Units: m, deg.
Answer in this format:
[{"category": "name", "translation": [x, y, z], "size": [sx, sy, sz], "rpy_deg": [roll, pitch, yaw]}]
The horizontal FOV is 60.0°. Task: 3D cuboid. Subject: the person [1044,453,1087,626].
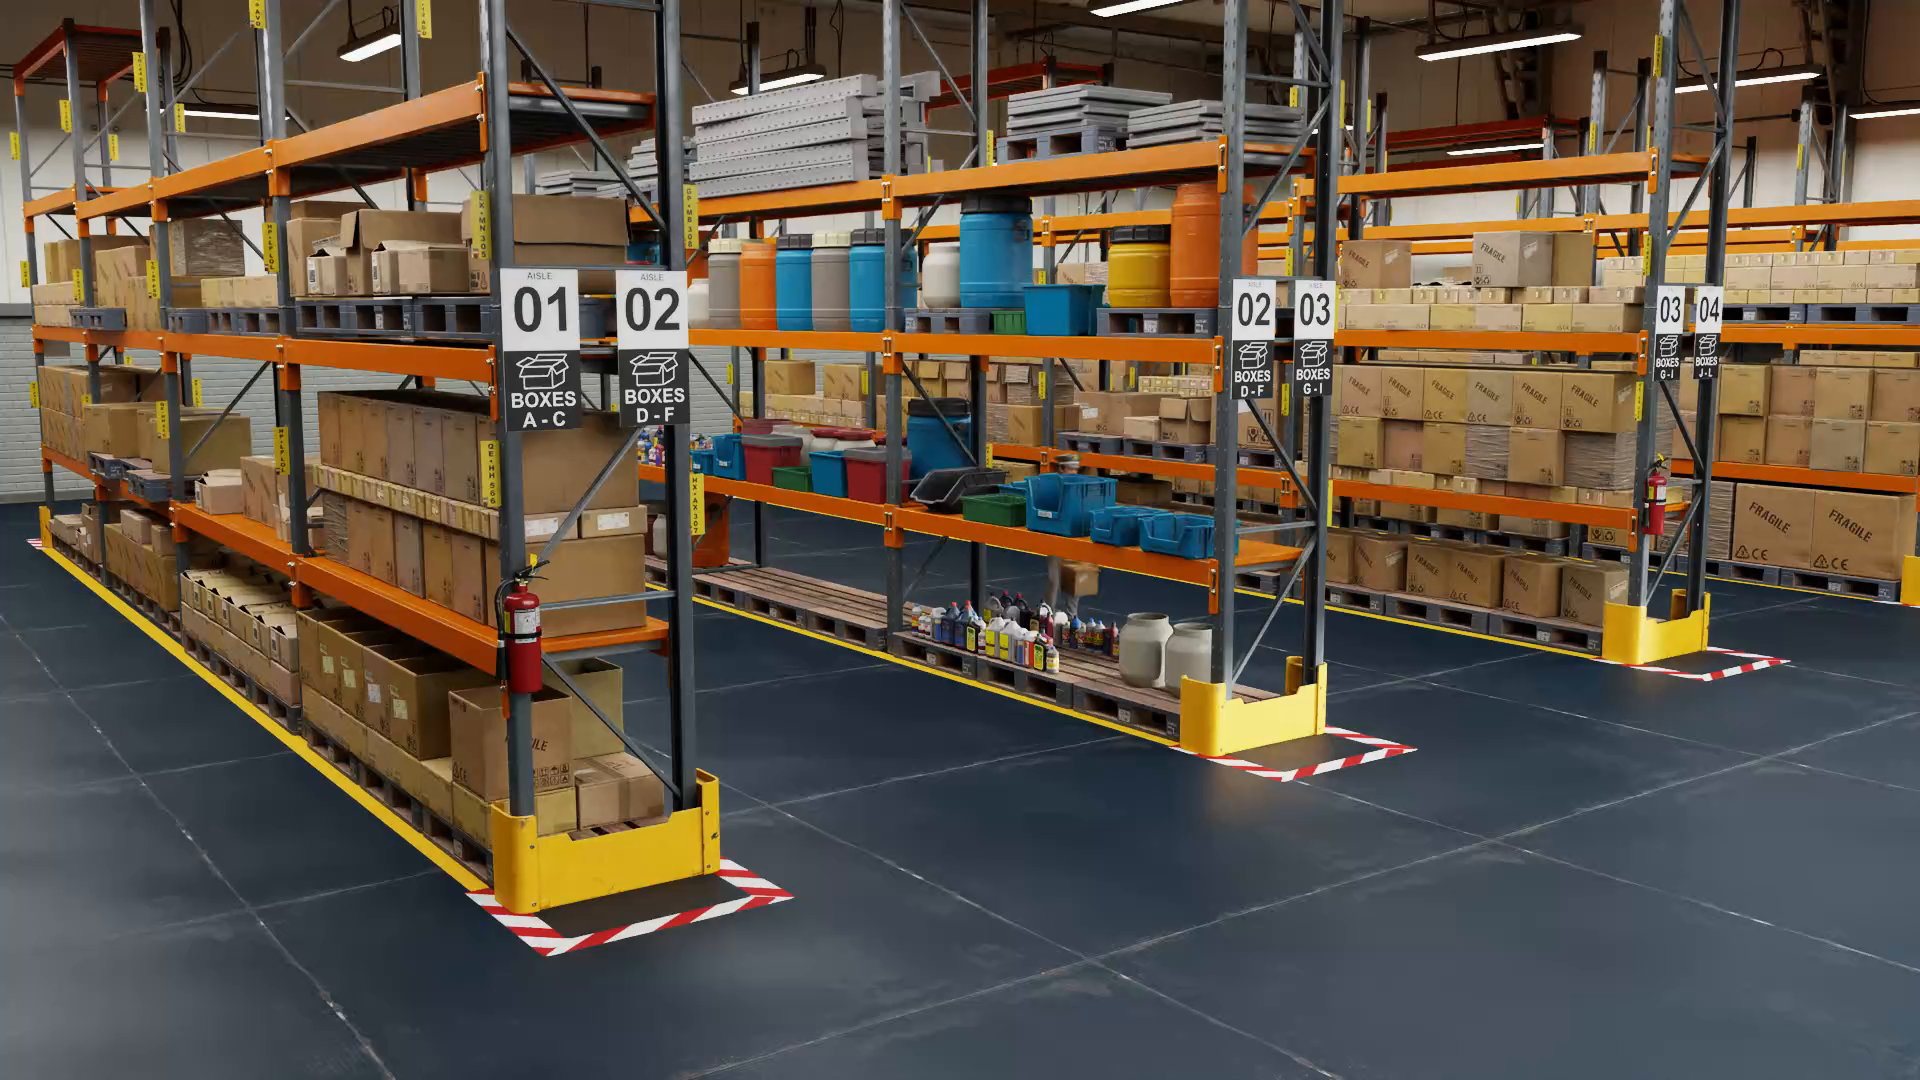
[{"category": "person", "translation": [0.993, 0.010, 15.692], "size": [0.508, 1.673, 0.360], "rpy_deg": [-4, 9, -29]}]
